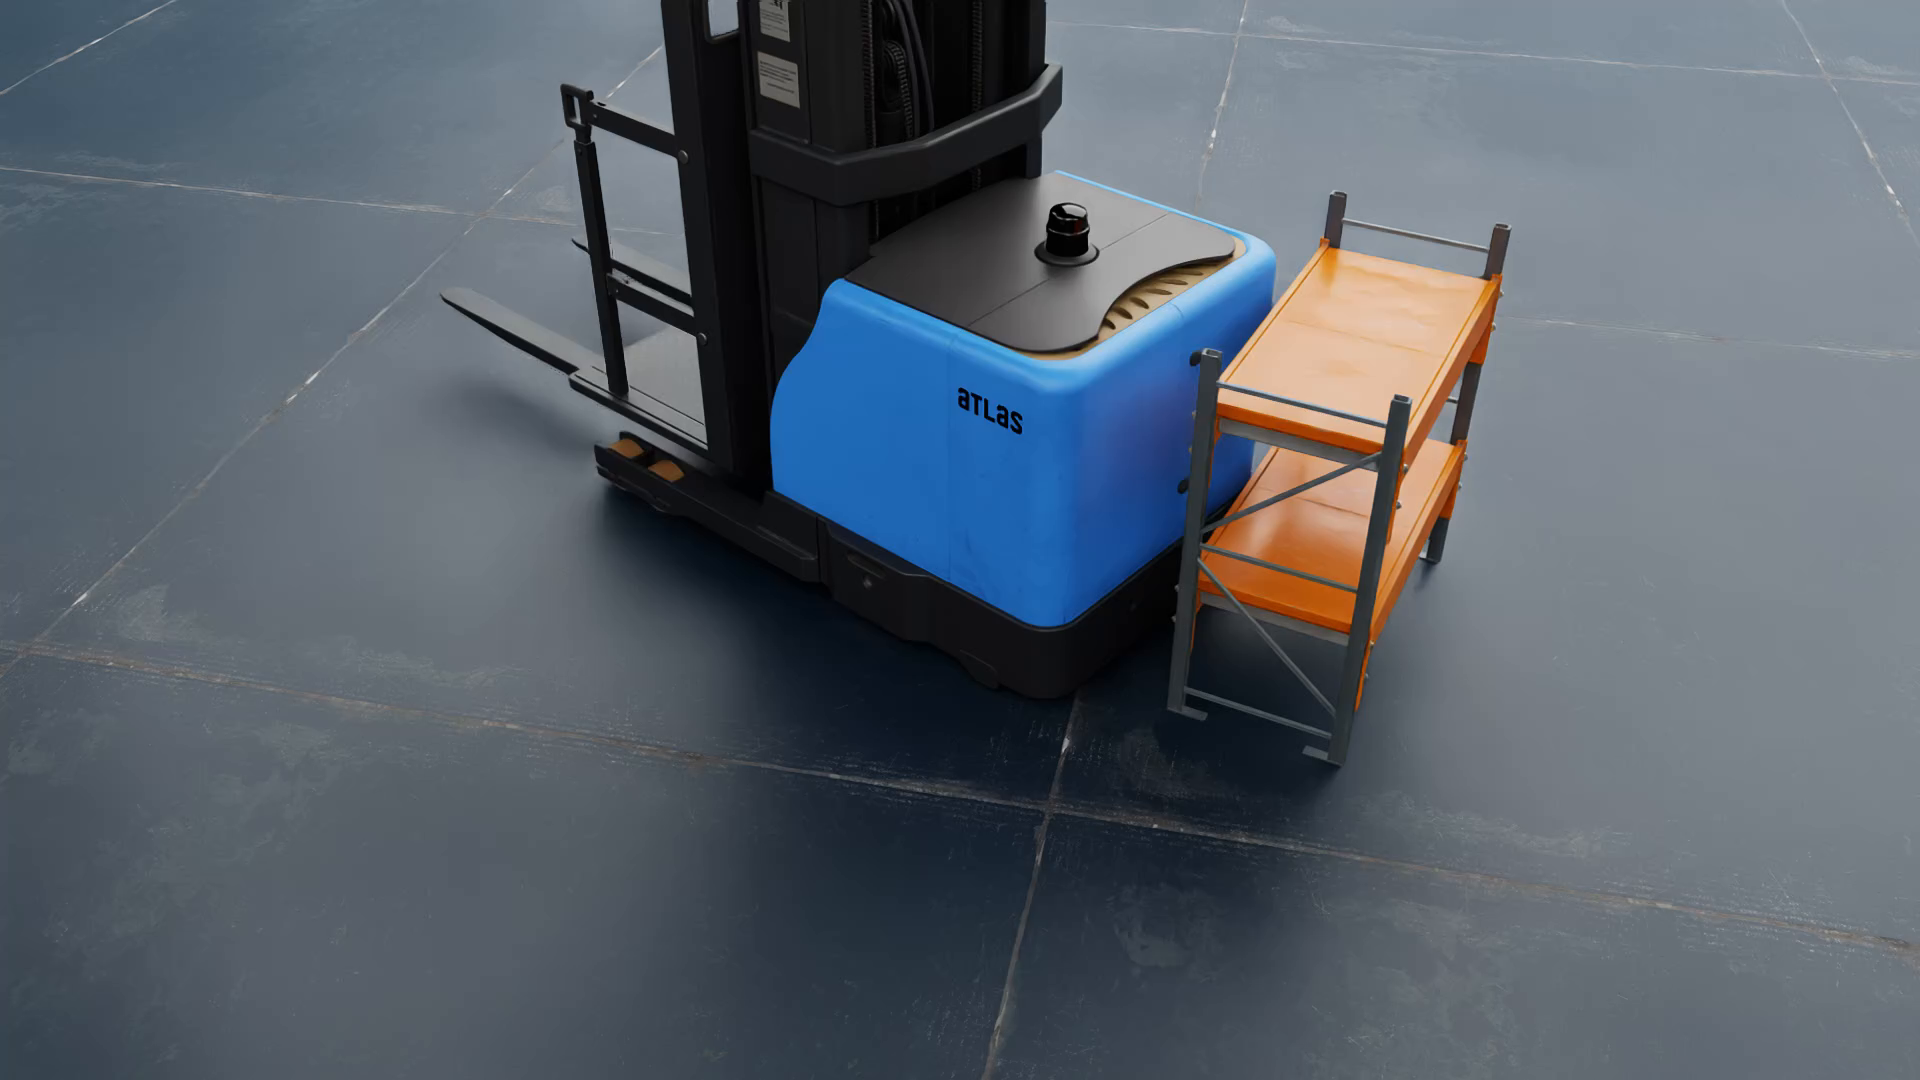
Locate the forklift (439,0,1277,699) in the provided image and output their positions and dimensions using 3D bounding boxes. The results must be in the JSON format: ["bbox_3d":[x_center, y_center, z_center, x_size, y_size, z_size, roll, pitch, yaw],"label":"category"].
[{"bbox_3d":[-0.559,-1.484,4.800,3.031,2.935,1.130,27,44,32],"label":"forklift"}]

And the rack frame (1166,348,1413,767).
[{"bbox_3d":[0.801,0.073,4.190,0.500,1.125,0.032,17,39,22],"label":"rack frame"}]

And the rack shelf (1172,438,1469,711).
[{"bbox_3d":[1.034,0.006,4.699,0.538,0.278,1.000,17,39,22],"label":"rack shelf"}]

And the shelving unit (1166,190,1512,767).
[{"bbox_3d":[1.035,-0.192,4.556,0.538,1.125,1.048,17,39,22],"label":"shelving unit"}]

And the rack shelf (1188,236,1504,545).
[{"bbox_3d":[1.035,-0.429,4.384,0.538,0.278,1.000,17,39,22],"label":"rack shelf"}]

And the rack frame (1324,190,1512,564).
[{"bbox_3d":[1.268,-0.457,4.921,0.500,1.125,0.032,17,39,22],"label":"rack frame"}]
